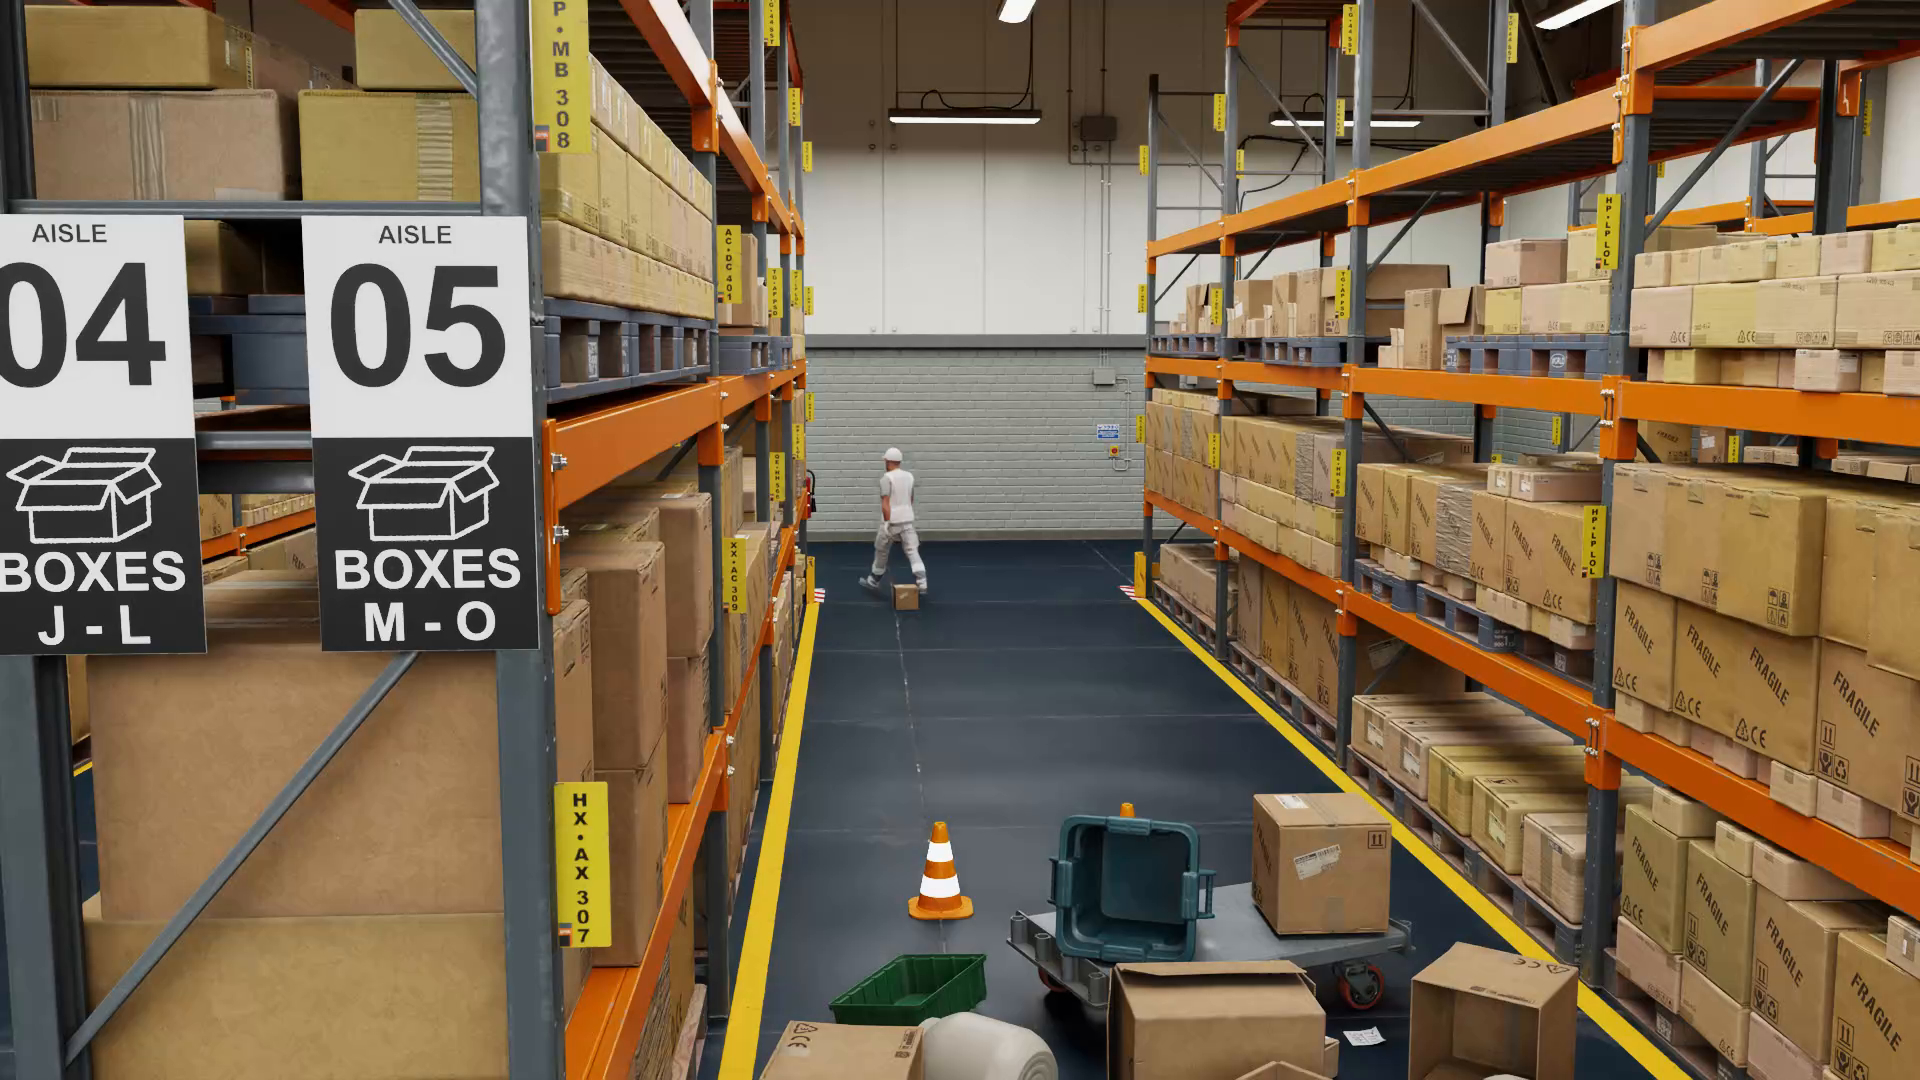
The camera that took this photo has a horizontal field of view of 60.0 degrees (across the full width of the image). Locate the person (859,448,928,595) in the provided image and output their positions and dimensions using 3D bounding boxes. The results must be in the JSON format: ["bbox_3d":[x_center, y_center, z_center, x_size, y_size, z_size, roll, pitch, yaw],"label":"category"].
[{"bbox_3d":[-0.766,-0.220,19.489,0.541,1.713,1.146,-5,8,-35],"label":"person"}]
